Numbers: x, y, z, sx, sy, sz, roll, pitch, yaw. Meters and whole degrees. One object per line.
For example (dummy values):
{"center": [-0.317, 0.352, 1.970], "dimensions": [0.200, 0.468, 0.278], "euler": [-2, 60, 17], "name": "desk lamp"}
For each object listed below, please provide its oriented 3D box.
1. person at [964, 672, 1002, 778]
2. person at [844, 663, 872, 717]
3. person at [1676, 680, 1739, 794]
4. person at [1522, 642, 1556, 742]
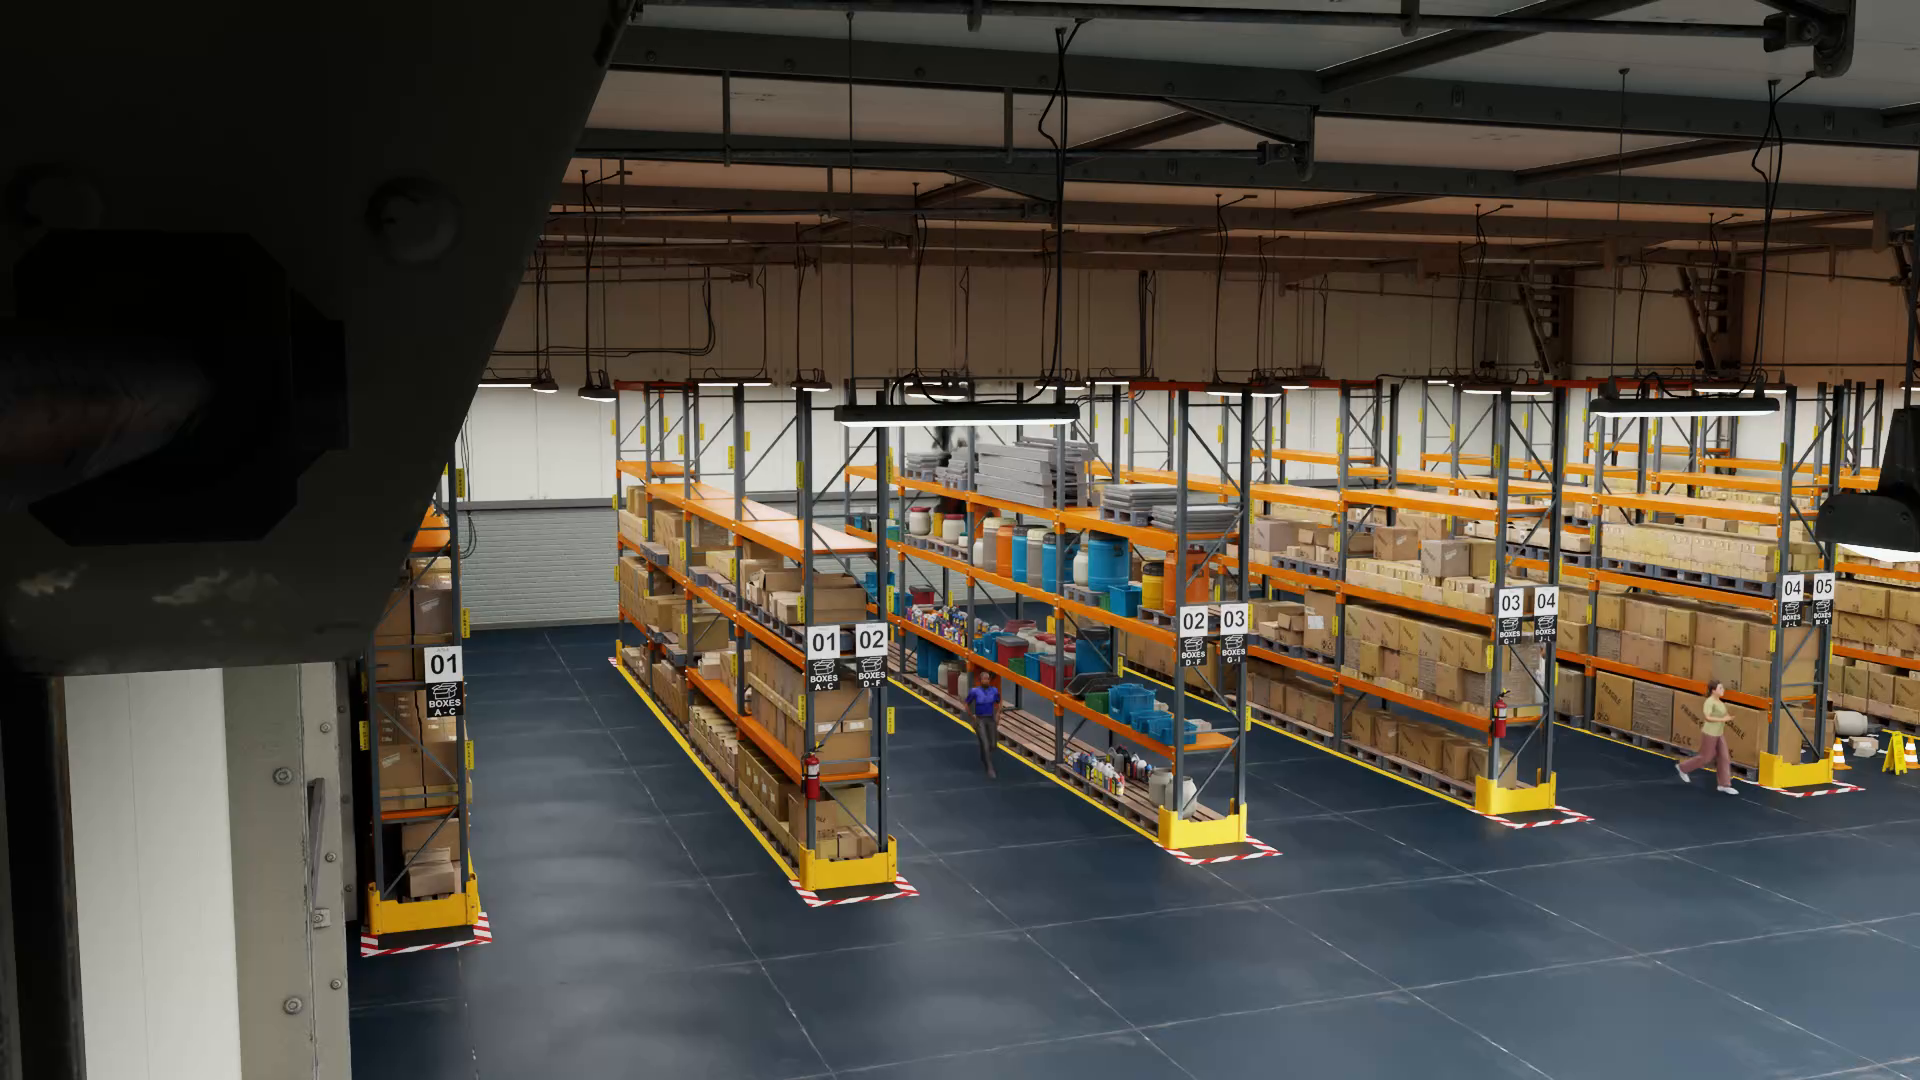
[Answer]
{"center": [0.361, 2.829, 25.740], "dimensions": [0.598, 1.614, 0.670], "euler": [-2, 6, -14], "name": "person"}
{"center": [-1.769, 2.438, 28.466], "dimensions": [0.693, 1.828, 0.922], "euler": [-3, 7, -23], "name": "person"}
{"center": [11.117, 2.885, 24.653], "dimensions": [0.582, 1.657, 0.915], "euler": [-6, 8, -43], "name": "person"}
{"center": [9.831, 2.533, 28.368], "dimensions": [0.609, 1.669, 1.059], "euler": [-3, 7, -23], "name": "person"}
